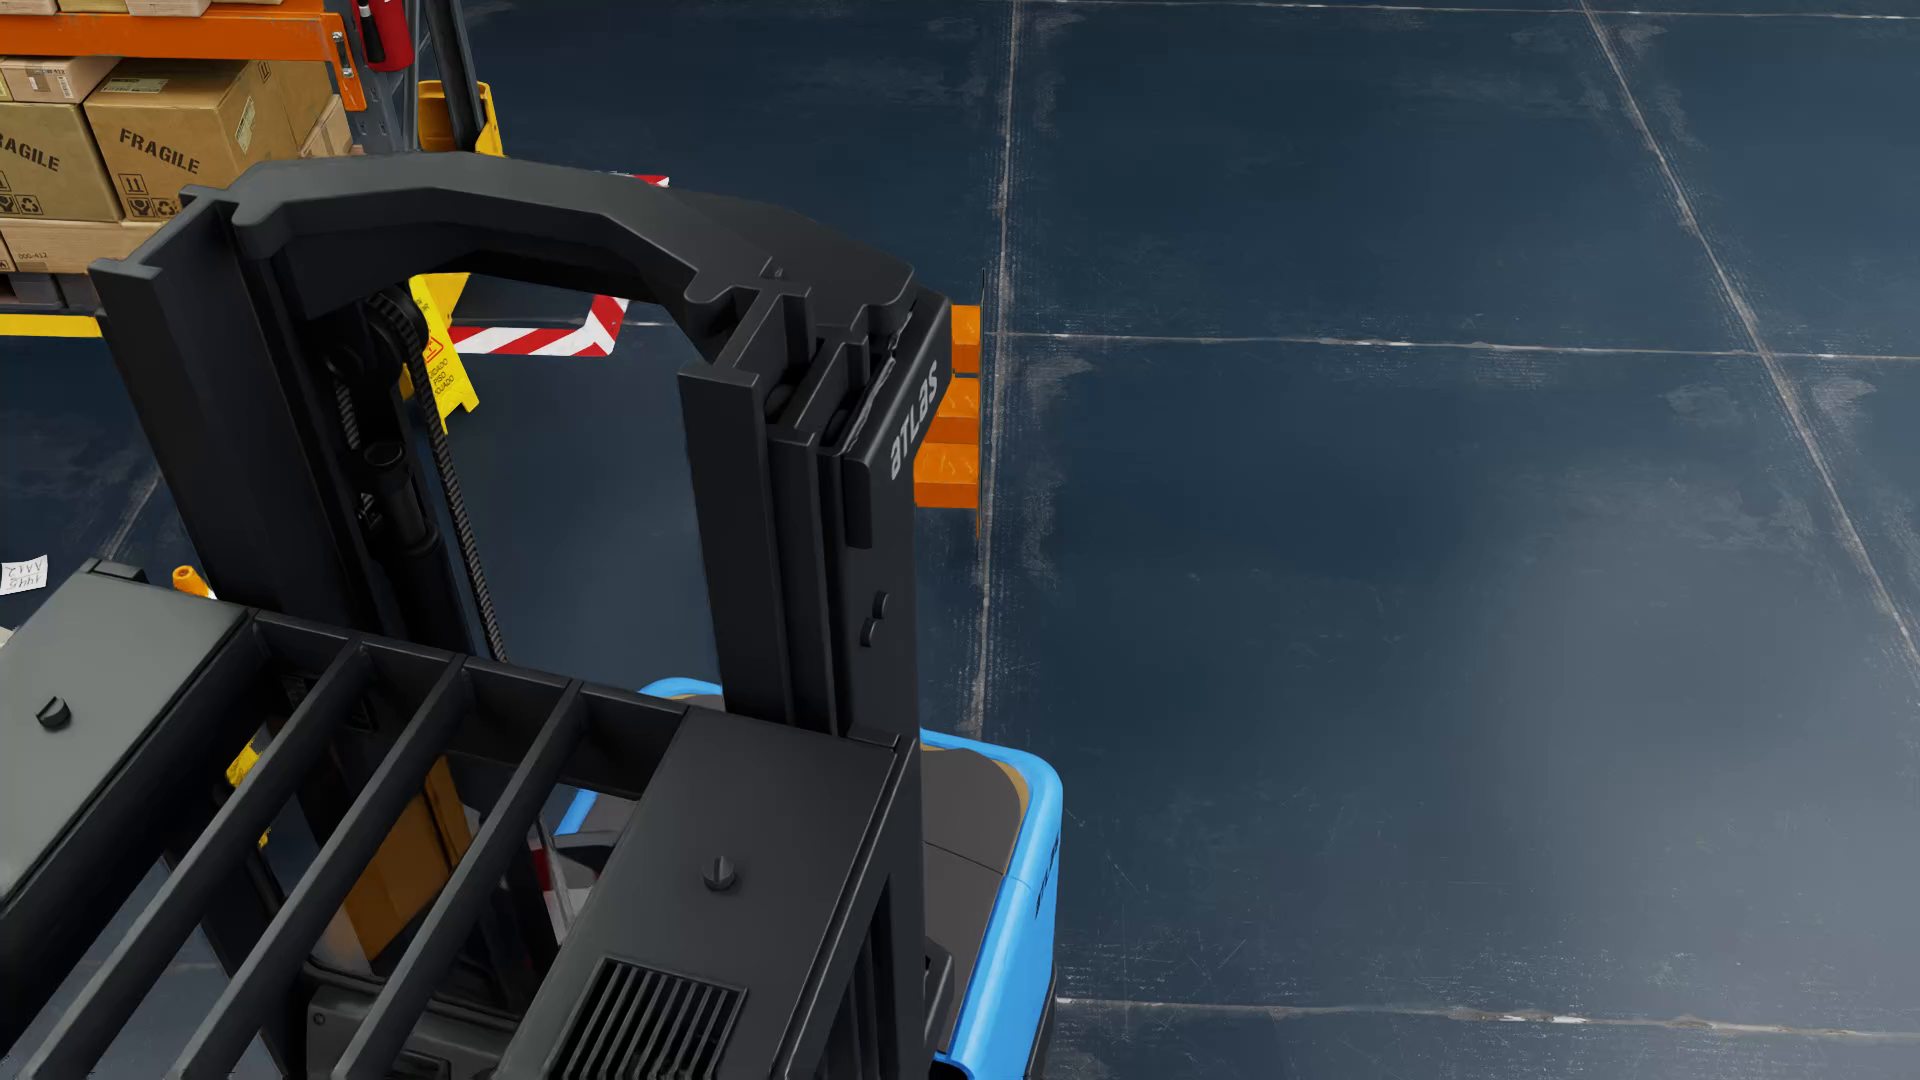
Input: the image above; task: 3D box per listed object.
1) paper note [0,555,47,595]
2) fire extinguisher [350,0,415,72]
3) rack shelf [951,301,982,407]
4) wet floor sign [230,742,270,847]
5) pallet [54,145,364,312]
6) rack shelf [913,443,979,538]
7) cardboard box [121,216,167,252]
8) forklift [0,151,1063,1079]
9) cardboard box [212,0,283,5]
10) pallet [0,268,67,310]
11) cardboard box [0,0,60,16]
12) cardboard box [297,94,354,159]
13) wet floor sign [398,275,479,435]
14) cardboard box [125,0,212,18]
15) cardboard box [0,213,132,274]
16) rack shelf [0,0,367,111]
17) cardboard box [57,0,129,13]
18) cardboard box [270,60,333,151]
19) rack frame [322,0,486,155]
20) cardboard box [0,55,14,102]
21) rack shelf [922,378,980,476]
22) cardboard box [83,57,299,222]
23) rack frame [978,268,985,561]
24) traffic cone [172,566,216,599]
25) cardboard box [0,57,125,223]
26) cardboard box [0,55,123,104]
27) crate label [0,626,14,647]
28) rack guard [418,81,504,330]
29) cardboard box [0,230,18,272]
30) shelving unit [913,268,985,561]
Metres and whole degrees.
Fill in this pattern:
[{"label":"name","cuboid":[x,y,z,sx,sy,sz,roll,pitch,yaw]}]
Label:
[{"label":"paper note","cuboid":[-3.156,0.115,5.604,0.142,0.019,0.148,-12,44,-13]},{"label":"fire extinguisher","cuboid":[-2.029,-1.952,5.702,0.183,0.674,0.296,2,43,2]},{"label":"rack shelf","cuboid":[-0.053,-0.586,5.208,0.240,0.259,0.215,2,43,2]},{"label":"wet floor sign","cuboid":[-2.126,0.590,4.643,0.232,0.644,0.267,-5,43,-5]},{"label":"pallet","cuboid":[-3.008,-1.329,7.021,1.213,0.211,1.003,2,43,2]},{"label":"rack shelf","cuboid":[-0.053,-0.175,5.591,0.240,0.259,0.215,2,43,2]},{"label":"cardboard box","cuboid":[-2.966,-1.288,6.641,0.500,0.250,0.500,2,43,2]},{"label":"forklift","cuboid":[-0.652,1.072,2.449,1.130,2.935,3.031,11,44,12]},{"label":"cardboard box","cuboid":[-2.506,-2.072,5.957,0.250,0.149,0.380,3,43,3]},{"label":"pallet","cuboid":[-4.224,-1.368,7.064,1.213,0.211,1.003,2,43,2]},{"label":"cardboard box","cuboid":[-3.277,-2.014,5.895,0.250,0.149,0.380,2,43,3]},{"label":"cardboard box","cuboid":[-2.916,-1.658,7.039,0.500,0.250,0.500,1,43,2]},{"label":"wet floor sign","cuboid":[-1.981,-0.702,6.030,0.232,0.644,0.267,16,45,16]},{"label":"cardboard box","cuboid":[-2.764,-2.004,5.885,0.250,0.149,0.380,1,43,1]},{"label":"cardboard box","cuboid":[-3.459,-1.308,6.663,0.500,0.250,0.500,2,43,2]},{"label":"rack shelf","cuboid":[-4.120,-2.096,6.327,4.000,0.370,1.077,2,43,2]},{"label":"cardboard box","cuboid":[-3.019,-2.026,5.909,0.250,0.149,0.380,1,43,1]},{"label":"cardboard box","cuboid":[-2.939,-1.933,6.783,0.500,0.500,0.500,0,43,0]},{"label":"rack frame","cuboid":[-2.122,-2.298,6.016,0.127,3.000,1.000,2,43,2]},{"label":"cardboard box","cuboid":[-3.555,-1.779,6.143,0.250,0.149,0.380,2,43,3]},{"label":"rack shelf","cuboid":[-0.053,-0.378,5.401,0.240,0.259,0.215,2,43,2]},{"label":"cardboard box","cuboid":[-2.934,-1.567,6.390,0.500,0.500,0.500,2,43,2]},{"label":"rack frame","cuboid":[0.068,-0.382,5.390,0.008,1.050,0.200,2,43,2]},{"label":"traffic cone","cuboid":[-2.320,0.262,5.129,0.334,0.463,0.336,2,43,2]},{"label":"cardboard box","cuboid":[-3.456,-1.580,6.405,0.500,0.500,0.500,3,43,3]},{"label":"cardboard box","cuboid":[-3.304,-1.770,6.132,0.250,0.149,0.380,3,43,3]},{"label":"crate label","cuboid":[-3.108,0.399,5.221,0.298,0.136,0.250,-19,46,-20]},{"label":"rack guard","cuboid":[-2.198,-1.385,6.870,0.348,0.500,1.175,2,43,2]},{"label":"cardboard box","cuboid":[-3.982,-1.320,6.676,0.500,0.250,0.500,0,43,0]},{"label":"shelving unit","cuboid":[-0.053,-0.386,5.394,0.252,1.050,0.215,2,43,2]}]
